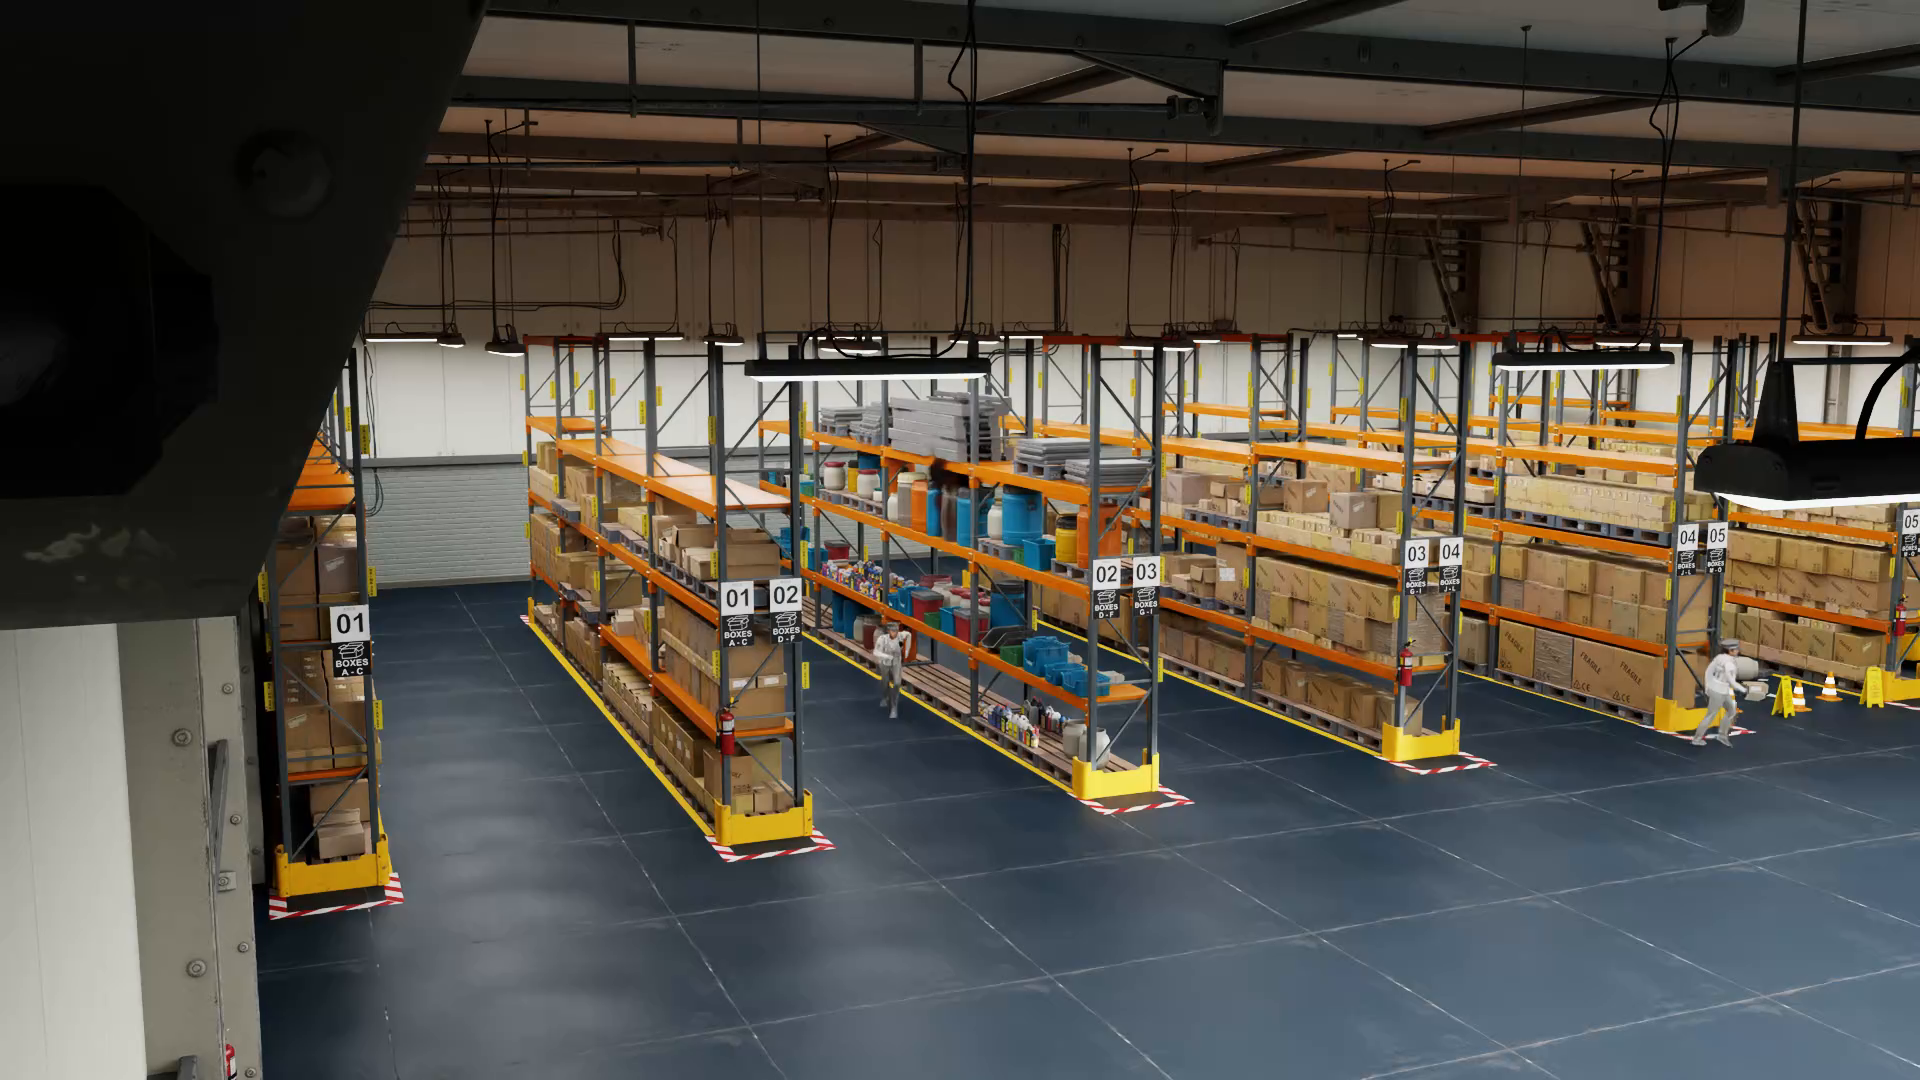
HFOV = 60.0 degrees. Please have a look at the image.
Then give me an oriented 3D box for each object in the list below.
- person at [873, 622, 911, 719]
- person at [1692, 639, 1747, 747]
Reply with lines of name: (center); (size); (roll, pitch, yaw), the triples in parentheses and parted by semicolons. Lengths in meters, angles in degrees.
person: (-1.096, 2.043, 26.666); (0.649, 1.612, 0.950); (-2, 8, -12)
person: (11.214, 2.272, 24.519); (0.692, 1.674, 0.506); (4, 8, 25)
